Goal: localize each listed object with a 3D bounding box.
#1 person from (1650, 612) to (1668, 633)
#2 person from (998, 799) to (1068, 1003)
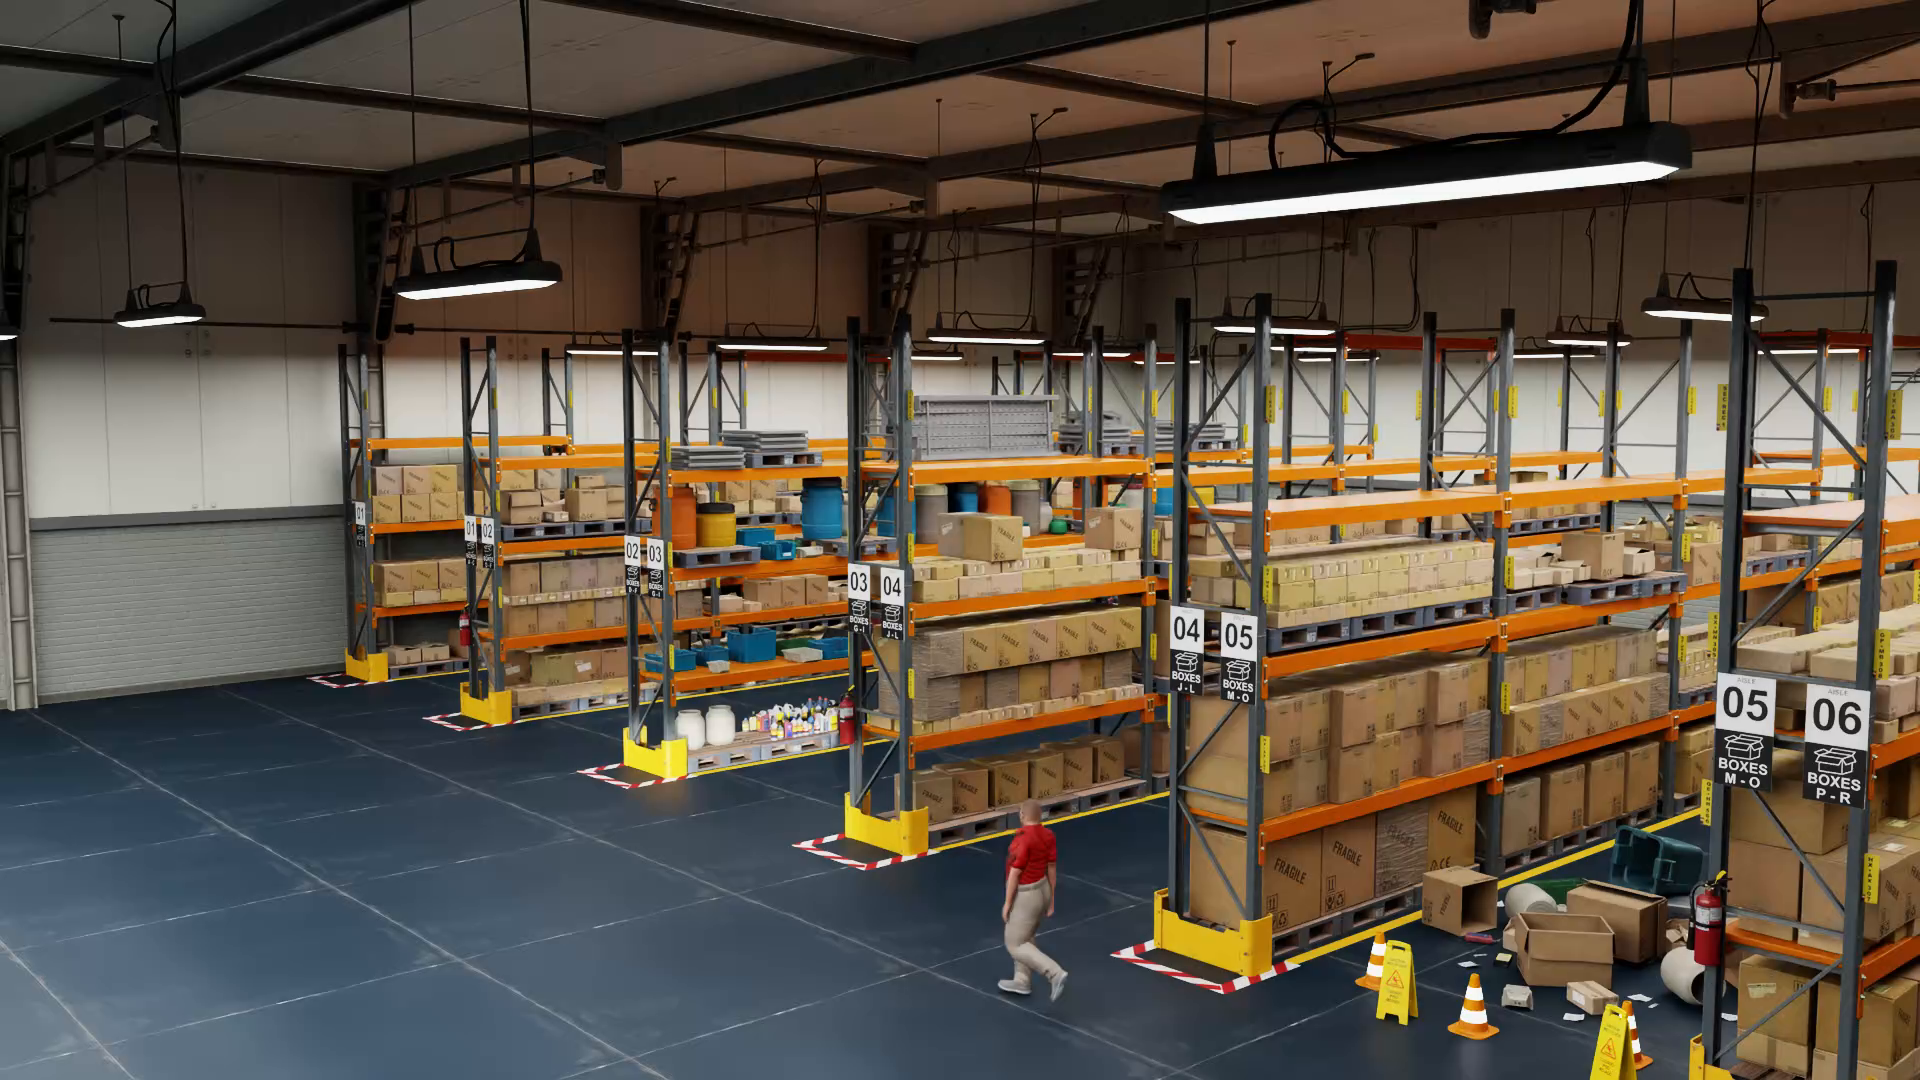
[{"bbox_3d":[10.886,1.997,25.909,0.995,1.763,0.546,-5,7,-42],"label":"person"},{"bbox_3d":[0.601,3.042,14.059,0.734,1.714,0.515,3,6,27],"label":"person"}]
